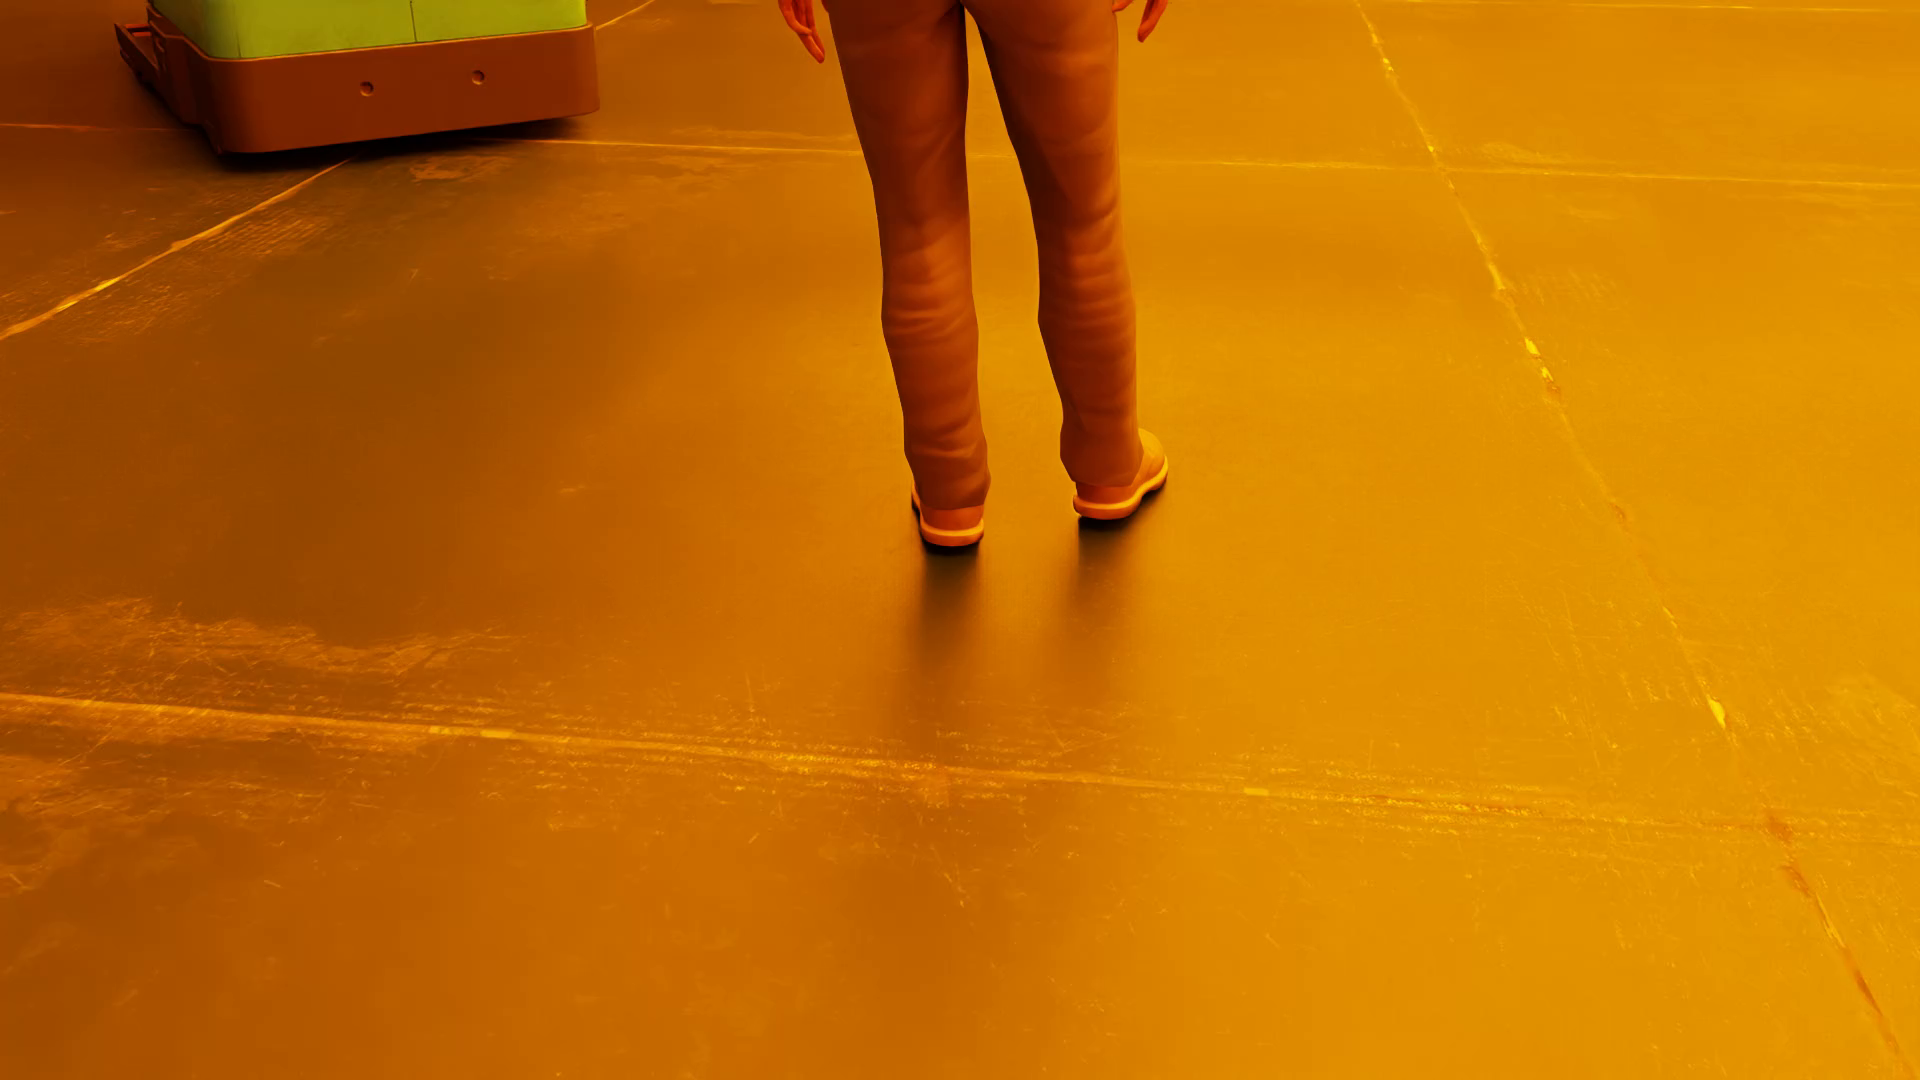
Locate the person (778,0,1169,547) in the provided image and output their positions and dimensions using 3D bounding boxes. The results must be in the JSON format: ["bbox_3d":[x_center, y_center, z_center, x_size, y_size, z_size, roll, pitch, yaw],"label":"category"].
[{"bbox_3d":[0.032,-0.785,2.203,0.569,1.656,0.503,3,27,7],"label":"person"}]

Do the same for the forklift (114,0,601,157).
[{"bbox_3d":[-2.249,-2.946,5.123,1.130,2.935,3.031,-15,30,-28],"label":"forklift"}]
